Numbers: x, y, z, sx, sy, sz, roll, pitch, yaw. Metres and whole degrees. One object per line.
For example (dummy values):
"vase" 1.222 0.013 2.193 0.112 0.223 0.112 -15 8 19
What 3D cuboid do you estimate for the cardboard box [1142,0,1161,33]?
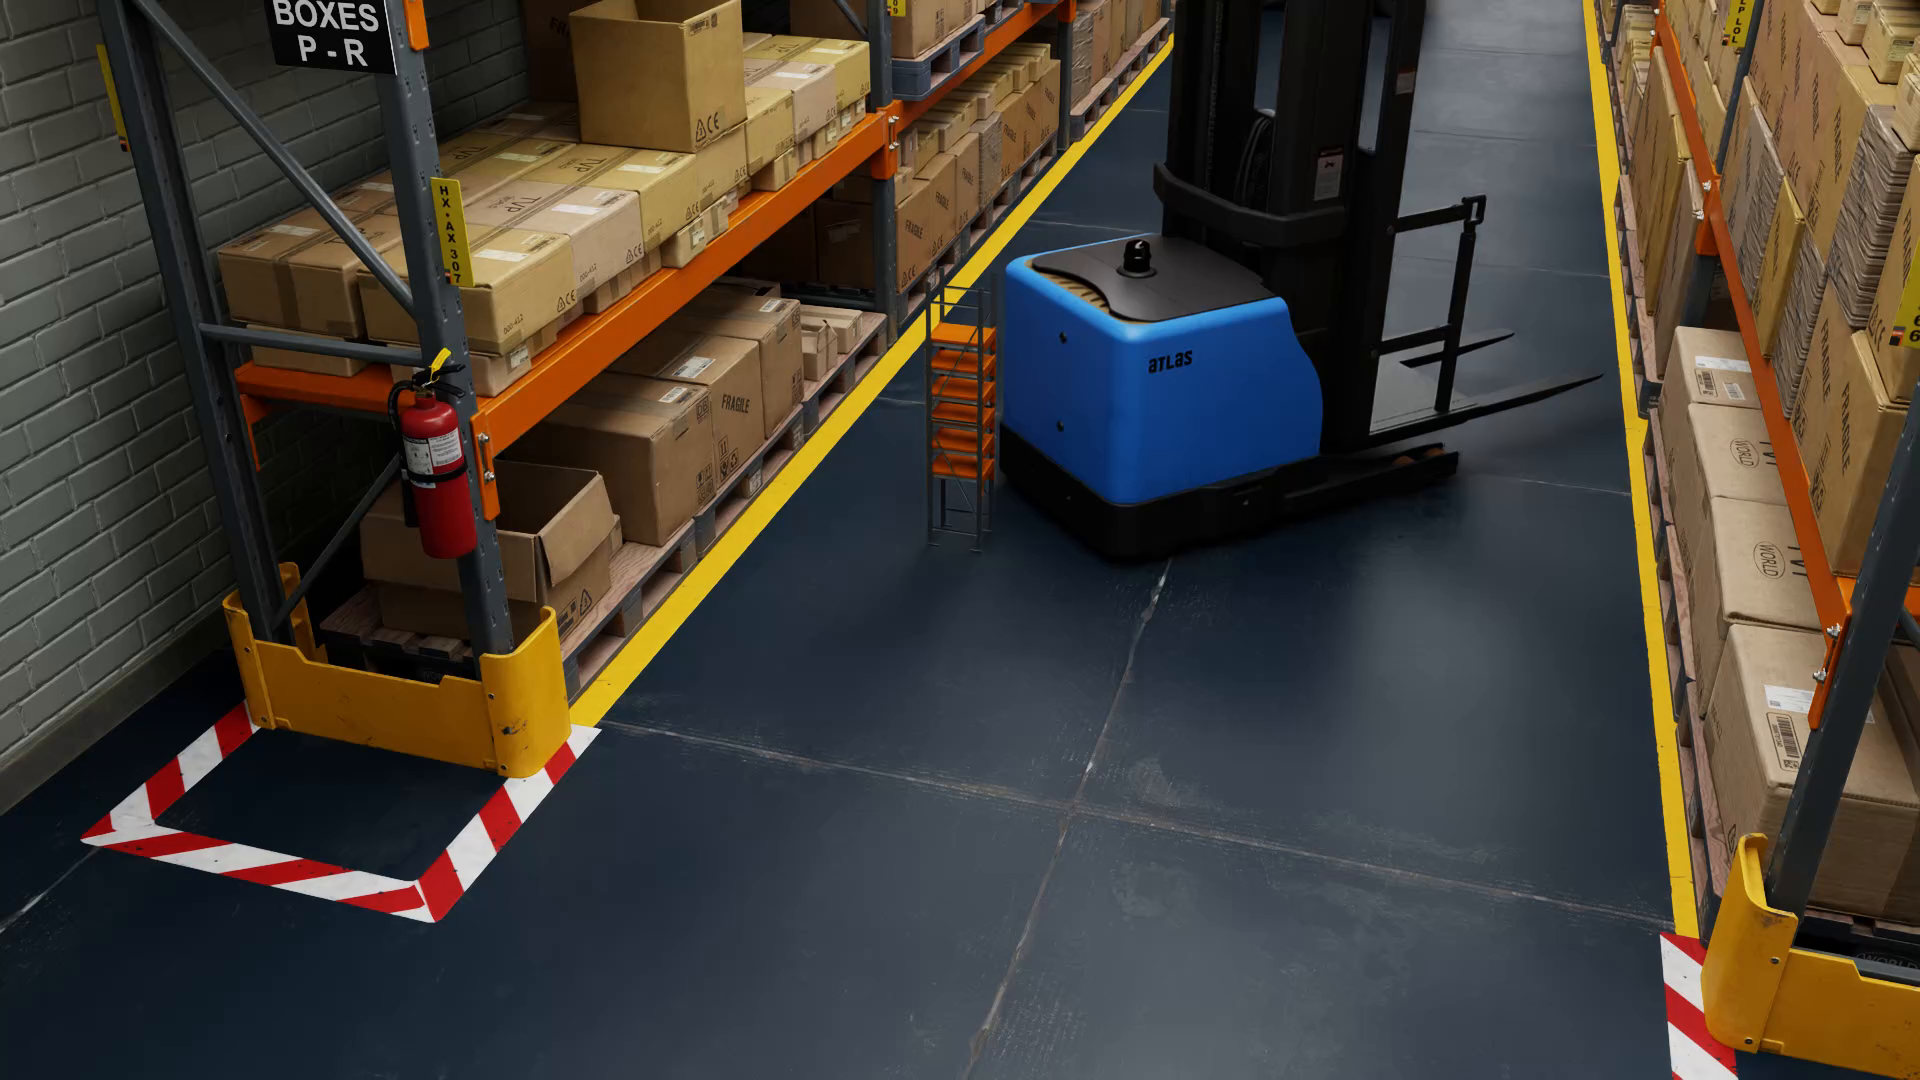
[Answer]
"cardboard box" 1.363 -5.082 15.310 0.875 0.625 0.625 10 31 17

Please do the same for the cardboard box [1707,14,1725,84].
"cardboard box" 3.940 -2.382 8.086 0.500 0.250 0.500 9 30 16

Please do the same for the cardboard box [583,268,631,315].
"cardboard box" -1.451 -0.968 6.163 0.380 0.149 0.250 9 30 16

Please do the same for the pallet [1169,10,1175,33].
"pallet" 1.779 -5.325 16.605 1.003 0.211 1.213 8 30 15

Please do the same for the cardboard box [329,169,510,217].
"cardboard box" -1.983 -1.159 6.096 0.500 0.250 0.500 9 30 15

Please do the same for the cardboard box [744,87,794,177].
"cardboard box" -1.051 -1.790 7.231 0.500 0.250 0.500 8 30 15

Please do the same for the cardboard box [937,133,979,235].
"cardboard box" -0.188 -2.226 10.306 0.500 0.500 0.500 8 30 13

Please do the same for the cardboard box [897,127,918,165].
"cardboard box" -0.452 -2.223 9.327 0.380 0.149 0.250 7 30 12

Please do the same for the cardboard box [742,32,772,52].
"cardboard box" -1.246 -2.335 8.210 0.500 0.250 0.500 8 30 14

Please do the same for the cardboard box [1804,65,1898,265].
"cardboard box" 2.917 -1.112 5.032 0.500 0.500 0.500 8 30 15

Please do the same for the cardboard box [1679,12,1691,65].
"cardboard box" 4.400 -2.873 9.484 0.500 0.250 0.500 9 30 17

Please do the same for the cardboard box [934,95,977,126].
"cardboard box" -0.108 -2.711 10.510 0.380 0.149 0.250 9 30 15

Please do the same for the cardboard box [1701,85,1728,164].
"cardboard box" 3.794 -1.935 7.796 0.500 0.250 0.500 8 30 14

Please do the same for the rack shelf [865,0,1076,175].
"rack shelf" -0.255 -3.077 10.436 1.077 0.370 4.000 8 30 15

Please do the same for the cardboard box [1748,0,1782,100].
"cardboard box" 3.532 -2.050 6.717 0.500 0.500 0.500 9 30 15

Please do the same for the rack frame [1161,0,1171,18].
"rack frame" 1.506 -6.180 15.274 1.000 3.000 0.127 8 30 15

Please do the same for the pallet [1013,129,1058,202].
"pallet" 0.076 -2.761 11.996 1.003 0.211 1.213 8 30 15

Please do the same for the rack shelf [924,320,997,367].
"rack shelf" 0.004 -0.807 6.817 0.258 0.103 0.180 8 30 15

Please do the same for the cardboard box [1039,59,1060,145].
"cardboard box" 0.413 -3.185 12.029 0.500 0.500 0.500 9 30 16

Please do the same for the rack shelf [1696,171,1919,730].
"rack shelf" 3.317 -0.512 5.825 1.077 0.370 4.000 8 30 15

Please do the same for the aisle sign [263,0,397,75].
"aisle sign" -1.756 -1.666 4.485 0.394 0.787 0.004 8 30 15

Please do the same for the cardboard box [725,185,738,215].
"cardboard box" -1.164 -1.454 7.036 0.380 0.149 0.250 8 30 15

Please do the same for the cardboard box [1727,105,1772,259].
"cardboard box" 3.364 -1.385 6.552 0.500 0.500 0.500 9 30 15

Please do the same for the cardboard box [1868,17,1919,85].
"cardboard box" 2.966 -1.457 4.985 0.380 0.149 0.250 9 30 16

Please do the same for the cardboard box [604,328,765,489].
"cardboard box" -1.207 -0.588 7.361 0.500 0.500 0.500 9 30 16

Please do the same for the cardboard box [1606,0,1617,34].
"cardboard box" 6.169 -4.769 15.133 0.500 0.250 0.500 10 31 17

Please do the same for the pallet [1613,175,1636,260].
"pallet" 4.774 -2.040 10.701 1.003 0.211 1.213 8 30 15

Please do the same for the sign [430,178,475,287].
"sign" -1.498 -0.904 4.900 0.100 0.325 0.005 8 30 15

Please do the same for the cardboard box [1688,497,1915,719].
"cardboard box" 3.088 0.292 5.843 0.875 0.438 0.875 9 30 16

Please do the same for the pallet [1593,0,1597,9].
"pallet" 7.132 -5.706 17.290 1.003 0.211 1.213 8 30 15

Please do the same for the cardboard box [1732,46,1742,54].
"cardboard box" 3.795 -2.480 7.491 0.500 0.500 0.500 9 30 16

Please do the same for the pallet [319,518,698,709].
"pallet" -1.761 0.209 6.657 1.003 0.211 1.213 8 30 15

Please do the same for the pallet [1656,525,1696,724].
"pallet" 3.250 0.374 6.361 1.003 0.211 1.213 8 30 15

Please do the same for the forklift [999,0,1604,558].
"forklift" 1.724 -1.706 7.302 3.031 2.935 1.130 -15 32 -25

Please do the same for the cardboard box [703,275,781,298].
"cardboard box" -1.262 -1.197 8.651 0.500 0.311 0.500 10 30 17

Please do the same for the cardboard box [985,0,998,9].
"cardboard box" -0.104 -3.488 9.899 0.700 0.500 0.500 8 30 15

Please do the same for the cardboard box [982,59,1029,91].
"cardboard box" 0.259 -3.183 11.358 0.380 0.149 0.250 7 30 13

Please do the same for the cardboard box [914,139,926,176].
"cardboard box" -0.411 -2.226 9.639 0.380 0.149 0.250 7 30 12

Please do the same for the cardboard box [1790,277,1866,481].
"cardboard box" 2.780 -0.434 4.841 0.500 0.500 0.500 8 30 14

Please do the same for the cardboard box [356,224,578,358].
"cardboard box" -1.626 -0.840 5.523 0.500 0.250 0.500 9 30 15

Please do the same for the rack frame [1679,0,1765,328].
"rack frame" 3.904 -1.756 7.321 1.000 3.000 0.127 8 30 15

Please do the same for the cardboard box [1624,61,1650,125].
"cardboard box" 5.462 -3.255 12.287 0.950 0.372 0.625 8 30 14

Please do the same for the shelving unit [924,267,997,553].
"shelving unit" 0.004 -0.531 6.970 0.258 1.200 0.189 8 30 15

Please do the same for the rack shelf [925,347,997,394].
"rack shelf" 0.004 -0.702 6.875 0.258 0.103 0.180 8 30 15

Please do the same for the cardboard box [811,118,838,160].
"cardboard box" -0.803 -1.920 7.874 0.380 0.149 0.250 9 30 16

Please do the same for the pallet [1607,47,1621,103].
"pallet" 6.025 -3.893 14.031 1.003 0.211 1.213 8 30 15

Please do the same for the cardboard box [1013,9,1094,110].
"cardboard box" 0.528 -3.755 12.925 0.875 0.625 0.625 9 30 16

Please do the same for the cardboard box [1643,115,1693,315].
"cardboard box" 4.267 -1.731 9.030 0.875 0.875 0.875 9 30 16
